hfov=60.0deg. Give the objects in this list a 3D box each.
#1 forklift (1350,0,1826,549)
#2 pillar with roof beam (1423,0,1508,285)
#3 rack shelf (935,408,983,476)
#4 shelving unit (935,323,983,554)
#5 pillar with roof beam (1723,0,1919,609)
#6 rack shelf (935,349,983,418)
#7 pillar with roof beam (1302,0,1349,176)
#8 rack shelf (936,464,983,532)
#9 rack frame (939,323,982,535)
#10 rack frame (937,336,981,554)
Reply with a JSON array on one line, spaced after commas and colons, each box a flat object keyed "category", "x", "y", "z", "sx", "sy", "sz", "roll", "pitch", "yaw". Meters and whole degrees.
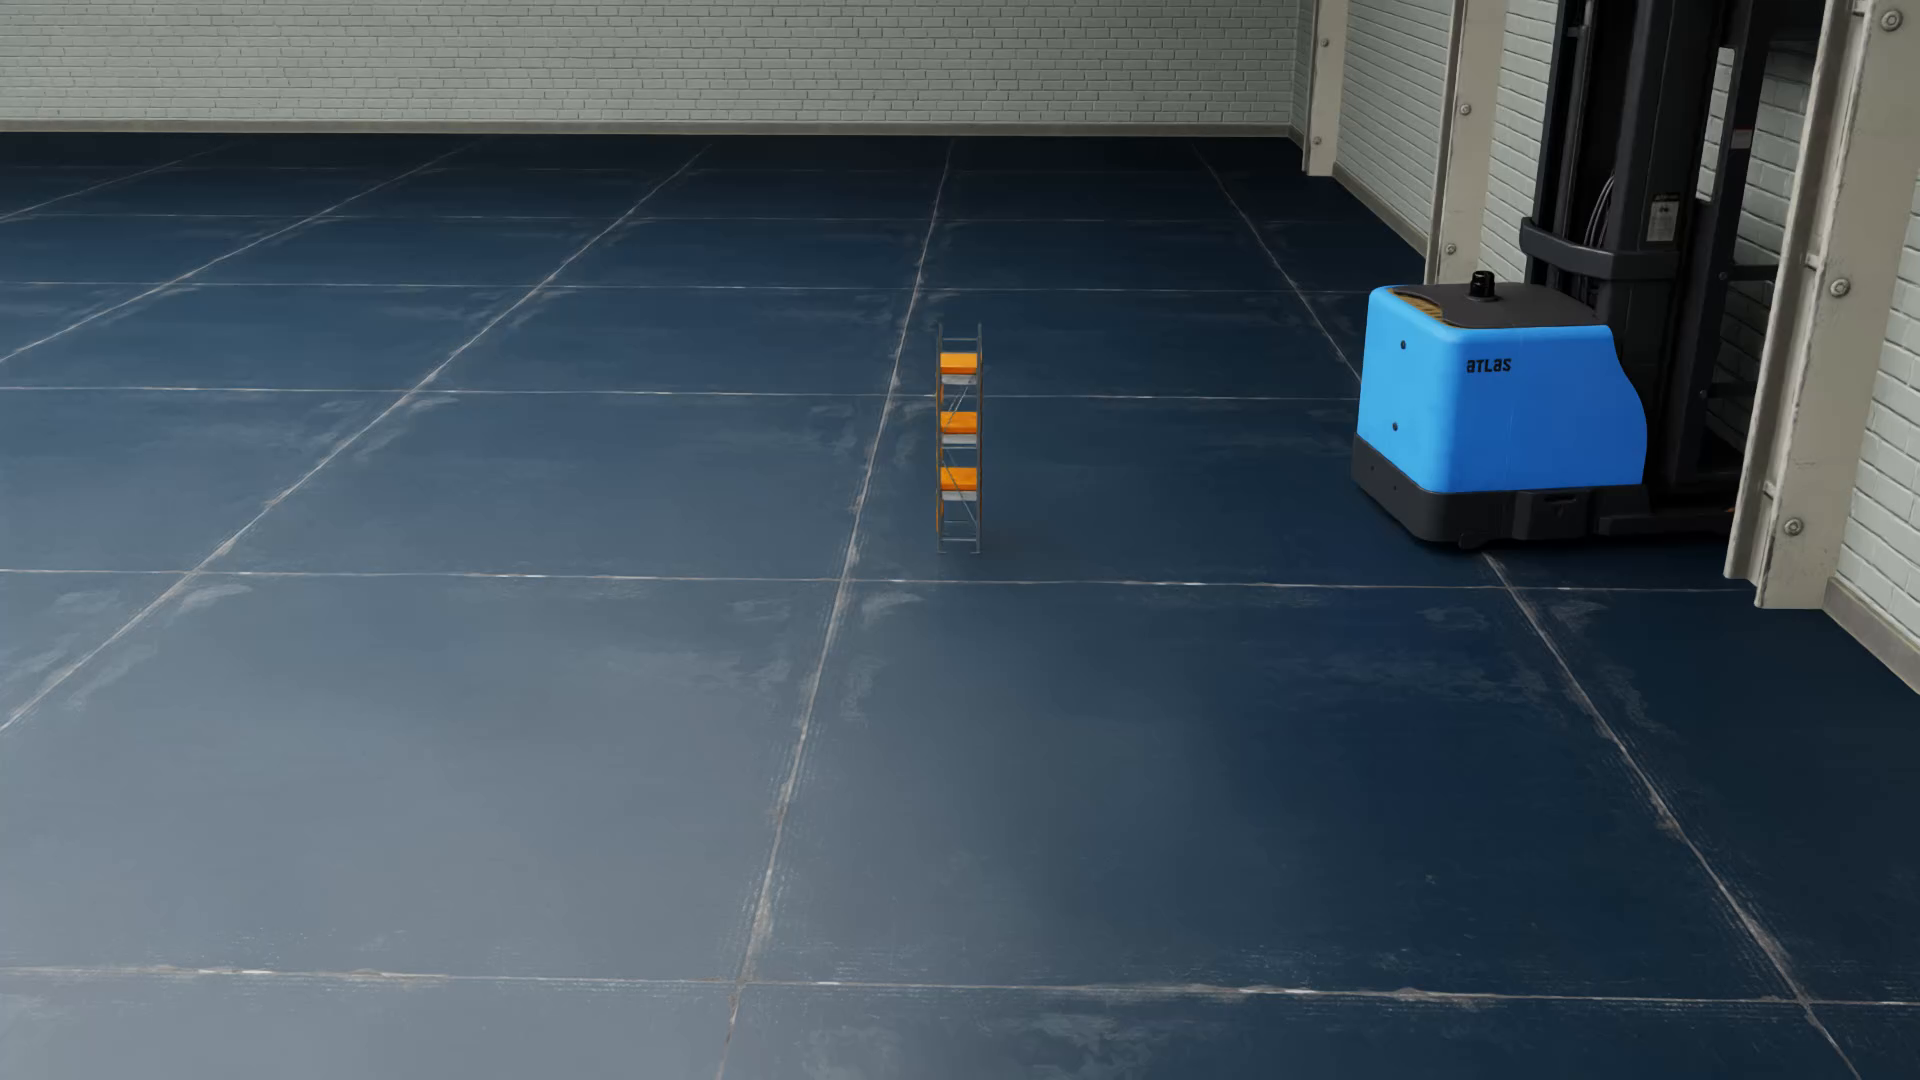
[{"category": "forklift", "x": 3.596, "y": -1.546, "z": 7.962, "sx": 3.031, "sy": 2.935, "sz": 1.130, "roll": -3, "pitch": 21, "yaw": -7}, {"category": "pillar with roof beam", "x": -0.473, "y": -6.184, "z": 11.527, "sx": 9.100, "sy": 9.000, "sz": 0.400, "roll": 1, "pitch": 21, "yaw": 2}, {"category": "rack shelf", "x": -0.002, "y": -0.460, "z": 7.793, "sx": 0.215, "sy": 0.259, "sz": 0.240, "roll": 1, "pitch": 21, "yaw": 2}, {"category": "shelving unit", "x": -0.002, "y": -0.470, "z": 7.789, "sx": 0.215, "sy": 1.050, "sz": 0.252, "roll": 1, "pitch": 21, "yaw": 2}, {"category": "pillar with roof beam", "x": -0.655, "y": -4.015, "z": 5.936, "sx": 9.100, "sy": 9.000, "sz": 0.400, "roll": 1, "pitch": 21, "yaw": 2}, {"category": "rack shelf", "x": -0.002, "y": -0.725, "z": 7.690, "sx": 0.215, "sy": 0.259, "sz": 0.240, "roll": 1, "pitch": 21, "yaw": 2}, {"category": "pillar with roof beam", "x": -0.290, "y": -8.354, "z": 17.118, "sx": 9.100, "sy": 9.000, "sz": 0.400, "roll": 1, "pitch": 21, "yaw": 2}, {"category": "rack shelf", "x": -0.002, "y": -0.201, "z": 7.894, "sx": 0.215, "sy": 0.259, "sz": 0.240, "roll": 1, "pitch": 21, "yaw": 2}, {"category": "rack frame", "x": 0.002, "y": -0.514, "z": 7.903, "sx": 0.200, "sy": 1.050, "sz": 0.008, "roll": 1, "pitch": 21, "yaw": 2}, {"category": "rack frame", "x": -0.005, "y": -0.426, "z": 7.675, "sx": 0.200, "sy": 1.050, "sz": 0.008, "roll": 1, "pitch": 21, "yaw": 2}]
